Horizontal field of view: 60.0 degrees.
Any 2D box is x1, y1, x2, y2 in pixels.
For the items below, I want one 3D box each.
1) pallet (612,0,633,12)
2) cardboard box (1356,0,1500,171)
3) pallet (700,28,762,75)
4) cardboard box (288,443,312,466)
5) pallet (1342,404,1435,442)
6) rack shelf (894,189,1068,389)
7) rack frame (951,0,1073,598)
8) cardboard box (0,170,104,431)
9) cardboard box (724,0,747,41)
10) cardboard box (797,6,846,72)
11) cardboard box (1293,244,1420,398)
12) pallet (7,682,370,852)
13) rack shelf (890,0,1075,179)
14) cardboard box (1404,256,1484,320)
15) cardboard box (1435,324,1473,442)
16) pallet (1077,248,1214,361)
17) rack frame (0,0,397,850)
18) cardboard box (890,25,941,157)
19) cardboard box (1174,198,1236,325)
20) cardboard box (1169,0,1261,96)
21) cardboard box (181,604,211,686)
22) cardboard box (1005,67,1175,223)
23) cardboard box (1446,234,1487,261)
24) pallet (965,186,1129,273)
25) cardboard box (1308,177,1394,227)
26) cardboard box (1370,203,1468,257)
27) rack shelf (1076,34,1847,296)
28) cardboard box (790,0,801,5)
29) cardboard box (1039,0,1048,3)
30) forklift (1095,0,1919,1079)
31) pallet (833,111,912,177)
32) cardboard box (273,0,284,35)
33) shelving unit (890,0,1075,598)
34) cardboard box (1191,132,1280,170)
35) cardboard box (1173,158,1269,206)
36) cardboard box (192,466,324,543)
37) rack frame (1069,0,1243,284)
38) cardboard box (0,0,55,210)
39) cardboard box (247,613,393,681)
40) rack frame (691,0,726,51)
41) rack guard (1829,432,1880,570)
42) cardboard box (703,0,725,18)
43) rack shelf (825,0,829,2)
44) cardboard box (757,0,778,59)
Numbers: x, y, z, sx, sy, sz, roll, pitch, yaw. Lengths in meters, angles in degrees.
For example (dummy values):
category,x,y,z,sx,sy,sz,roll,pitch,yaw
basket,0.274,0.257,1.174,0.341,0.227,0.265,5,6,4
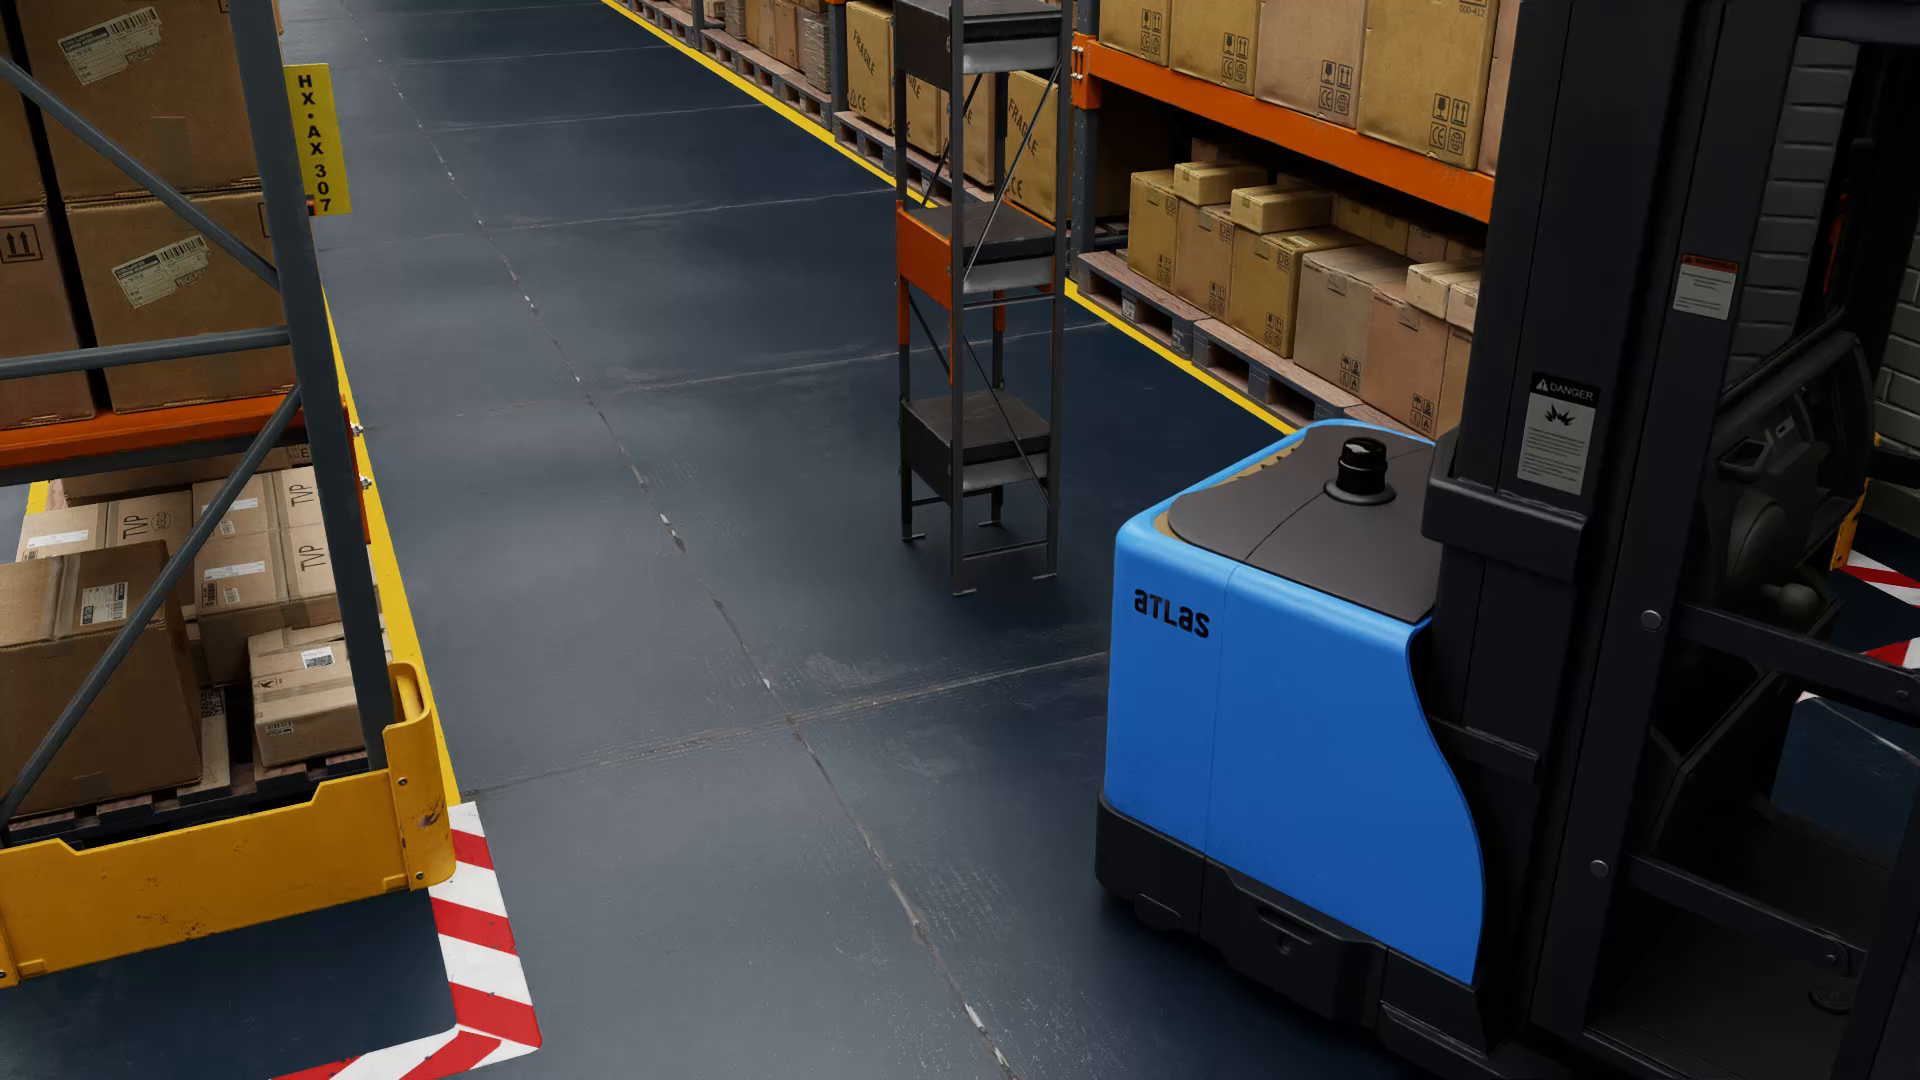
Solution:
category,x,y,z,sx,sy,sz,roll,pitch,yaw
pallet,-3.296,-6.081,18.463,1.003,0.211,1.213,-11,28,-21
cardboard box,2.150,-1.870,6.319,0.980,0.700,0.700,-11,28,-21
pallet,-1.739,-4.516,15.260,1.003,0.211,1.213,-11,28,-21
cardboard box,-2.691,-0.507,6.432,0.500,0.311,0.500,-11,28,-21
pallet,2.269,-0.295,6.614,1.003,0.211,1.213,-11,28,-21
rack shelf,0.065,-0.864,5.658,0.431,0.518,0.480,-11,28,-21
rack frame,0.160,-0.778,5.451,0.400,2.100,0.015,-11,28,-21
cardboard box,-2.328,-0.565,3.875,0.500,0.500,0.500,-10,28,-19
cardboard box,-1.741,-4.864,15.140,0.700,0.500,0.500,-10,28,-19
cardboard box,-0.903,-4.053,13.479,0.700,0.500,0.500,-11,28,-21
cardboard box,1.895,-0.975,7.198,0.700,0.500,0.500,-12,28,-22
pallet,-2.245,0.514,4.956,1.003,0.211,1.213,-11,28,-21
rack shelf,0.065,-1.493,5.351,0.431,0.518,0.480,-11,28,-21
cardboard box,1.970,-0.985,6.480,0.380,0.149,0.250,-10,28,-19
cardboard box,2.288,-0.570,6.369,0.700,0.500,0.500,-11,28,-21
pallet,1.314,-1.280,8.632,1.003,0.211,1.213,-11,28,-21
rack frame,-1.902,-0.386,3.623,1.000,3.000,0.127,-11,28,-21
cardboard box,0.026,-3.017,10.982,0.750,0.750,0.750,-11,28,-21
cardboard box,1.480,-1.396,8.062,0.700,0.500,0.500,-11,28,-21
cardboard box,1.566,-2.471,7.551,0.980,0.700,0.700,-11,28,-22
cardboard box,-2.418,0.333,4.877,0.380,0.166,0.250,-11,28,-21
cardboard box,0.714,-2.317,9.548,0.750,0.750,0.750,-10,28,-20
cardboard box,2.225,-1.151,6.819,0.380,0.149,0.250,-10,28,-20
pallet,0.716,-1.899,9.900,1.003,0.211,1.213,-11,28,-21
cardboard box,1.822,-1.563,7.664,0.380,0.149,0.250,-10,28,-20
cardboard box,2.023,-1.357,7.241,0.380,0.149,0.250,-10,28,-20
rack shelf,1.871,-1.723,7.181,1.077,0.370,4.000,-11,28,-21
cardboard box,-1.180,-4.610,13.765,0.500,0.250,0.500,-11,28,-21
cardboard box,0.574,-2.936,9.107,0.380,0.149,0.250,-10,28,-20
forklift,1.778,-0.109,3.133,3.031,2.935,1.130,22,33,37
pallet,-0.239,-2.884,11.917,1.003,0.211,1.213,-11,28,-21
cardboard box,-3.448,-2.465,7.286,0.700,0.500,0.500,-22,34,-37
shelving unit,0.065,-0.877,5.652,0.431,2.100,0.503,-11,28,-21
cardboard box,1.412,-1.984,8.526,0.380,0.149,0.250,-11,28,-21
cardboard box,1.253,-1.722,7.989,0.380,0.149,0.250,-10,28,-19
cardboard box,-2.246,-0.021,5.506,0.500,0.250,0.500,-11,28,-21
rack frame,1.088,-2.854,8.676,1.000,3.000,0.127,-11,28,-21
cardboard box,-2.329,-1.013,3.653,0.500,0.500,0.500,-11,28,-21
cardboard box,-1.848,0.360,4.822,0.380,0.166,0.250,-11,28,-21
rack frame,-2.045,-6.084,15.291,1.000,3.000,0.127,-11,28,-21
rack guard,2.664,-0.106,5.898,1.175,0.500,0.348,-11,28,-21
cardboard box,-2.282,-5.219,16.248,0.380,0.166,0.250,-15,30,-27
rack shelf,-1.262,-4.953,13.795,1.077,0.370,4.000,-11,28,-21
cardboard box,-1.330,-4.451,14.295,0.700,0.500,0.500,-10,28,-20
